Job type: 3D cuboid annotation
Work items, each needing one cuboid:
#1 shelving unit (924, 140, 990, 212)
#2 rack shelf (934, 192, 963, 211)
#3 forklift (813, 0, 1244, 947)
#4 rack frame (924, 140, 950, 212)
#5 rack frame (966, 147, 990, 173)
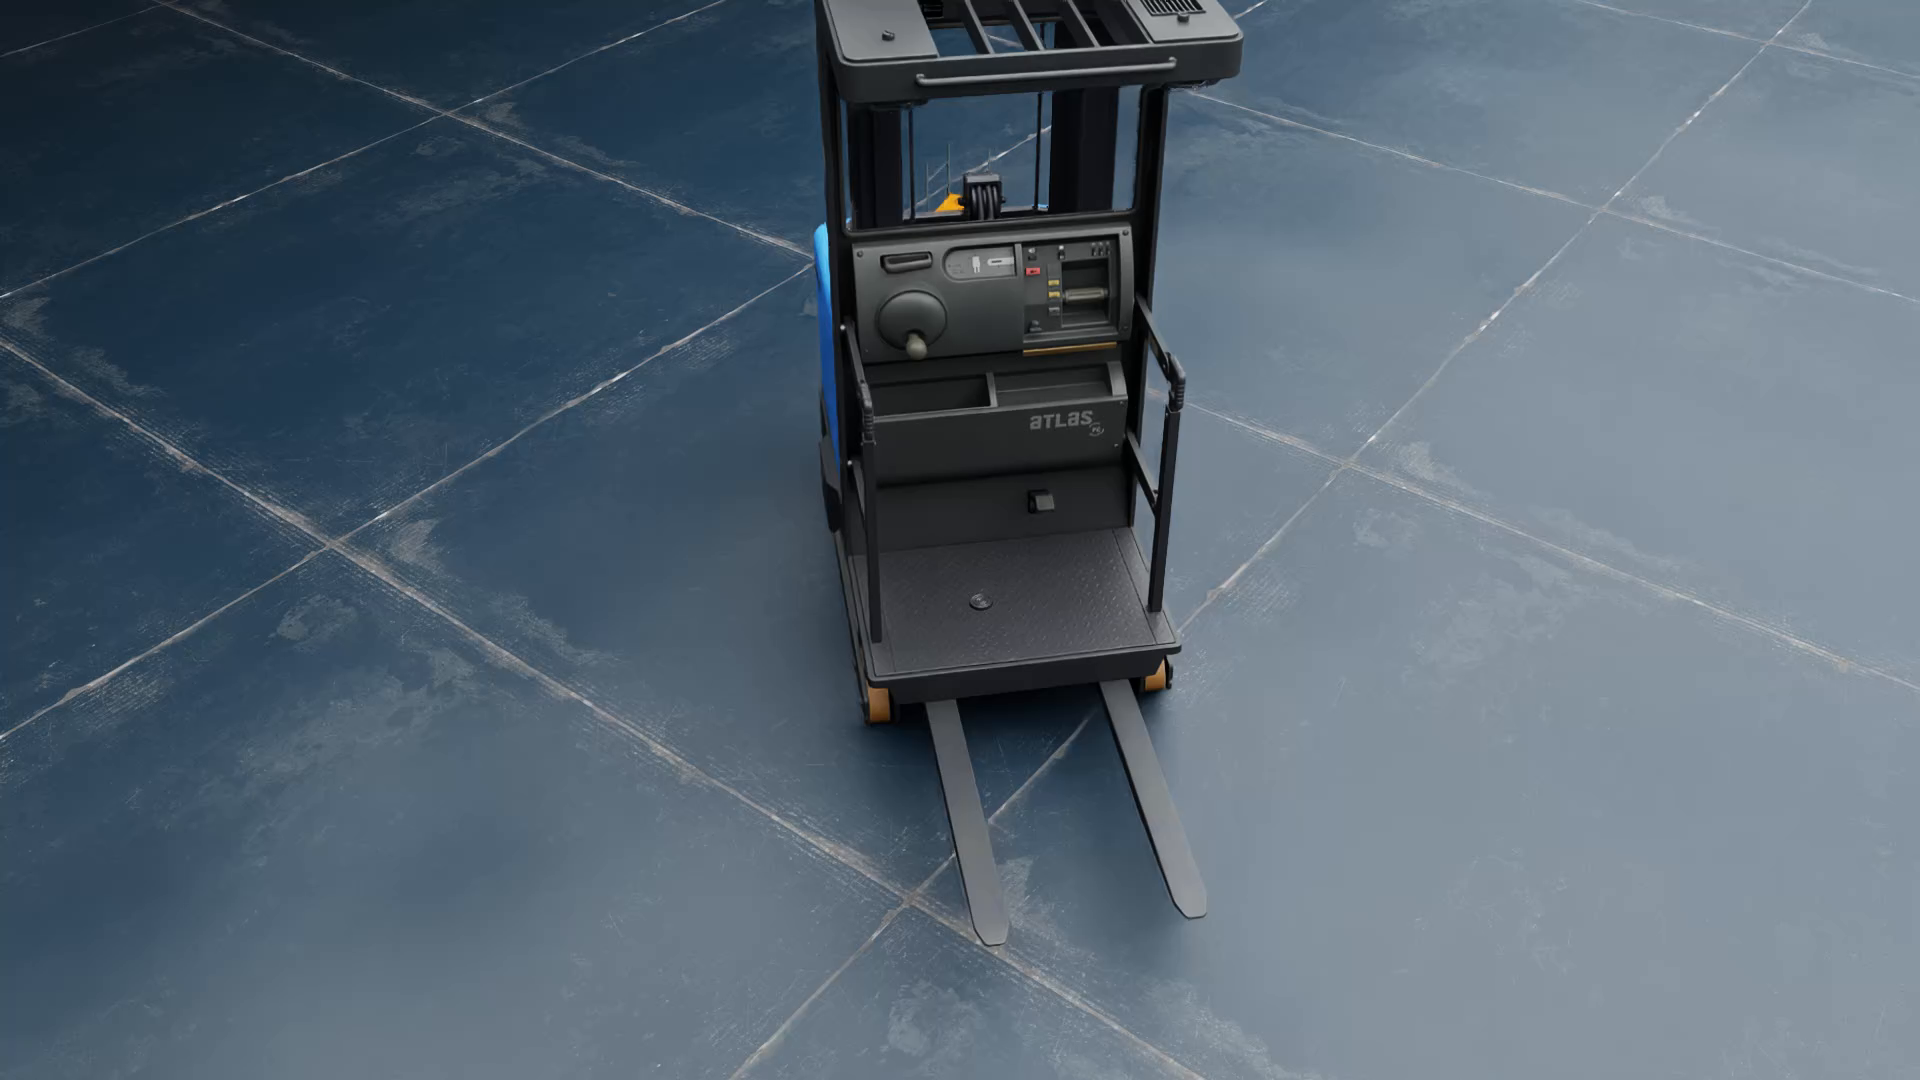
[{"bbox_3d":[-0.007,-1.105,7.186,0.189,1.200,0.258,14,40,18],"label":"shelving unit"},{"bbox_3d":[-0.009,-1.354,6.992,0.180,0.103,0.258,14,40,18],"label":"rack shelf"},{"bbox_3d":[0.153,-0.744,5.323,1.130,2.935,3.031,-6,38,-8],"label":"forklift"},{"bbox_3d":[-0.091,-1.126,7.215,0.006,1.200,0.240,14,40,18],"label":"rack frame"},{"bbox_3d":[0.077,-1.083,7.157,0.006,1.200,0.240,14,40,18],"label":"rack frame"}]
